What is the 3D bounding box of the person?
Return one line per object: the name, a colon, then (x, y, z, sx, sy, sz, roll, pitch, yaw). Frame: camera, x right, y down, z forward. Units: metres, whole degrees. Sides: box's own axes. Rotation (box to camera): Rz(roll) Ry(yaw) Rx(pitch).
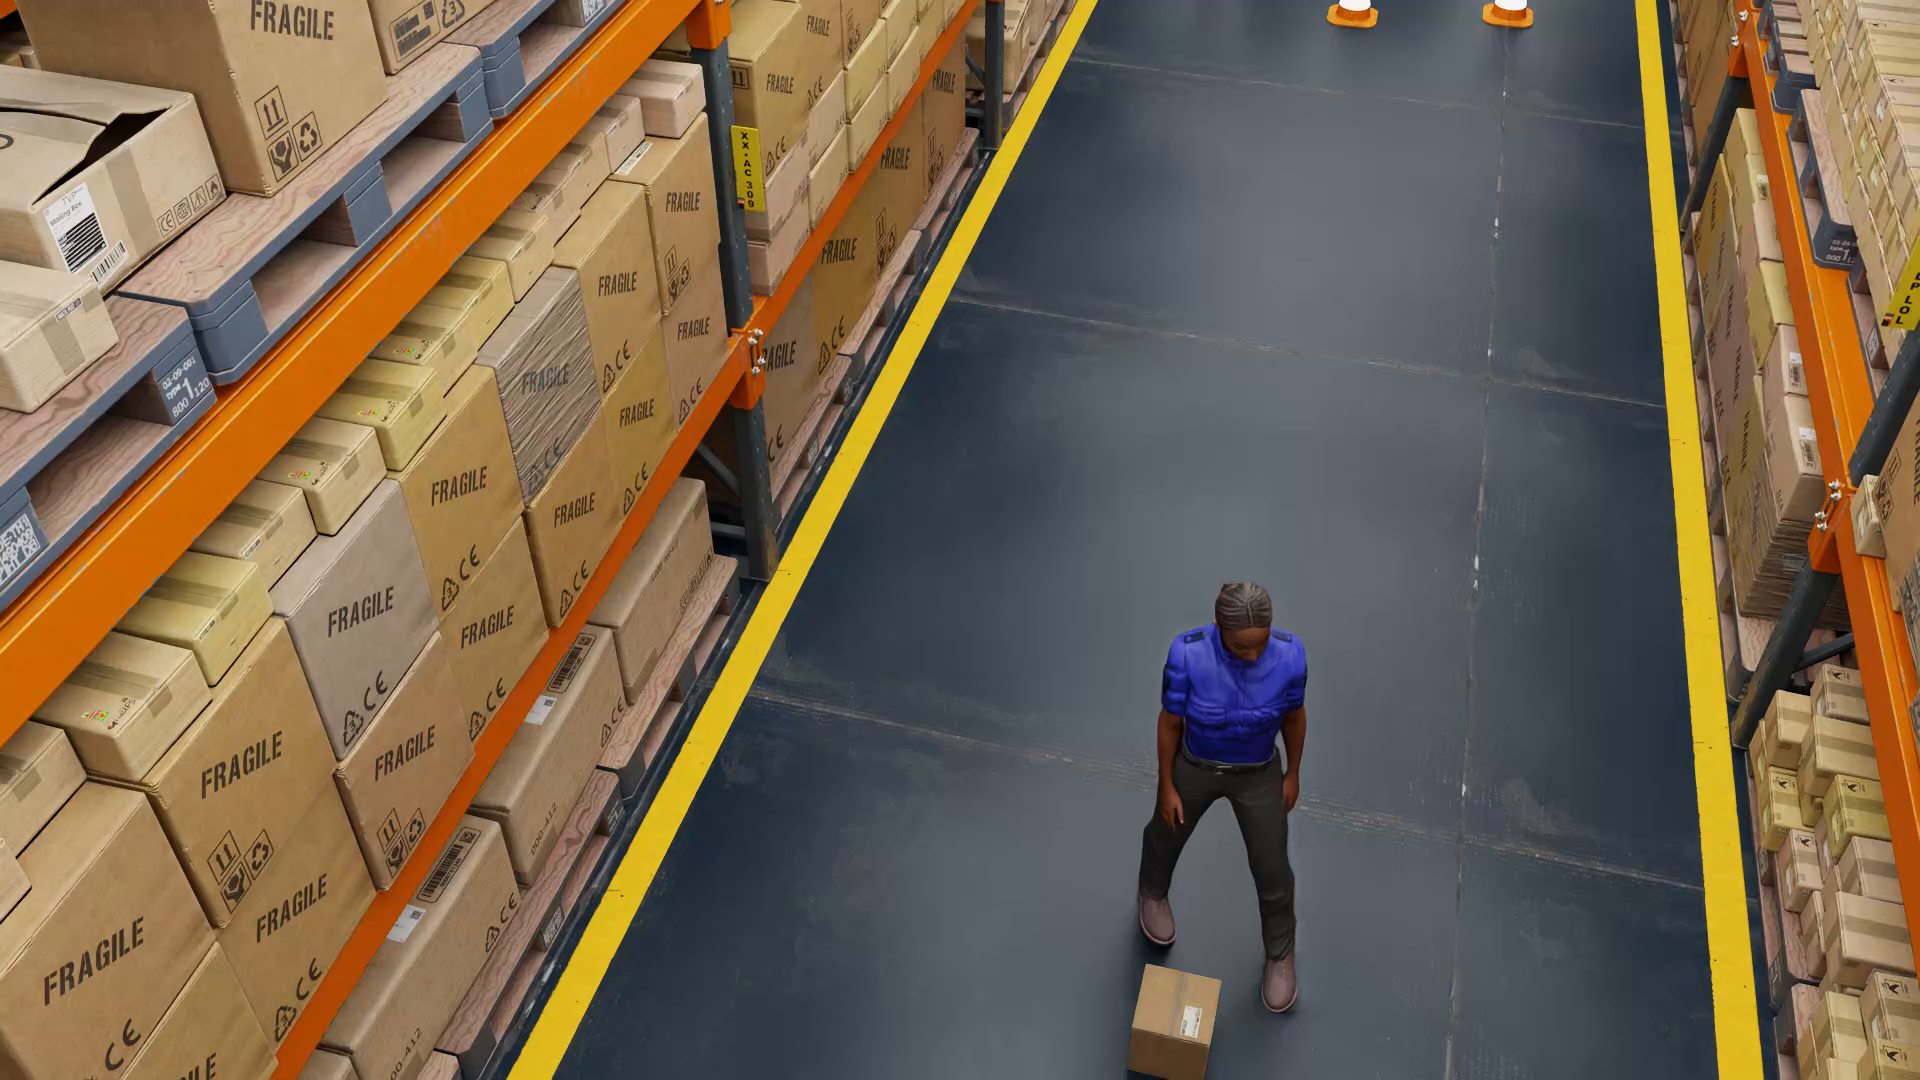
person: (0.885, 0.796, 5.260, 0.550, 1.666, 0.524, 2, 41, 3)
